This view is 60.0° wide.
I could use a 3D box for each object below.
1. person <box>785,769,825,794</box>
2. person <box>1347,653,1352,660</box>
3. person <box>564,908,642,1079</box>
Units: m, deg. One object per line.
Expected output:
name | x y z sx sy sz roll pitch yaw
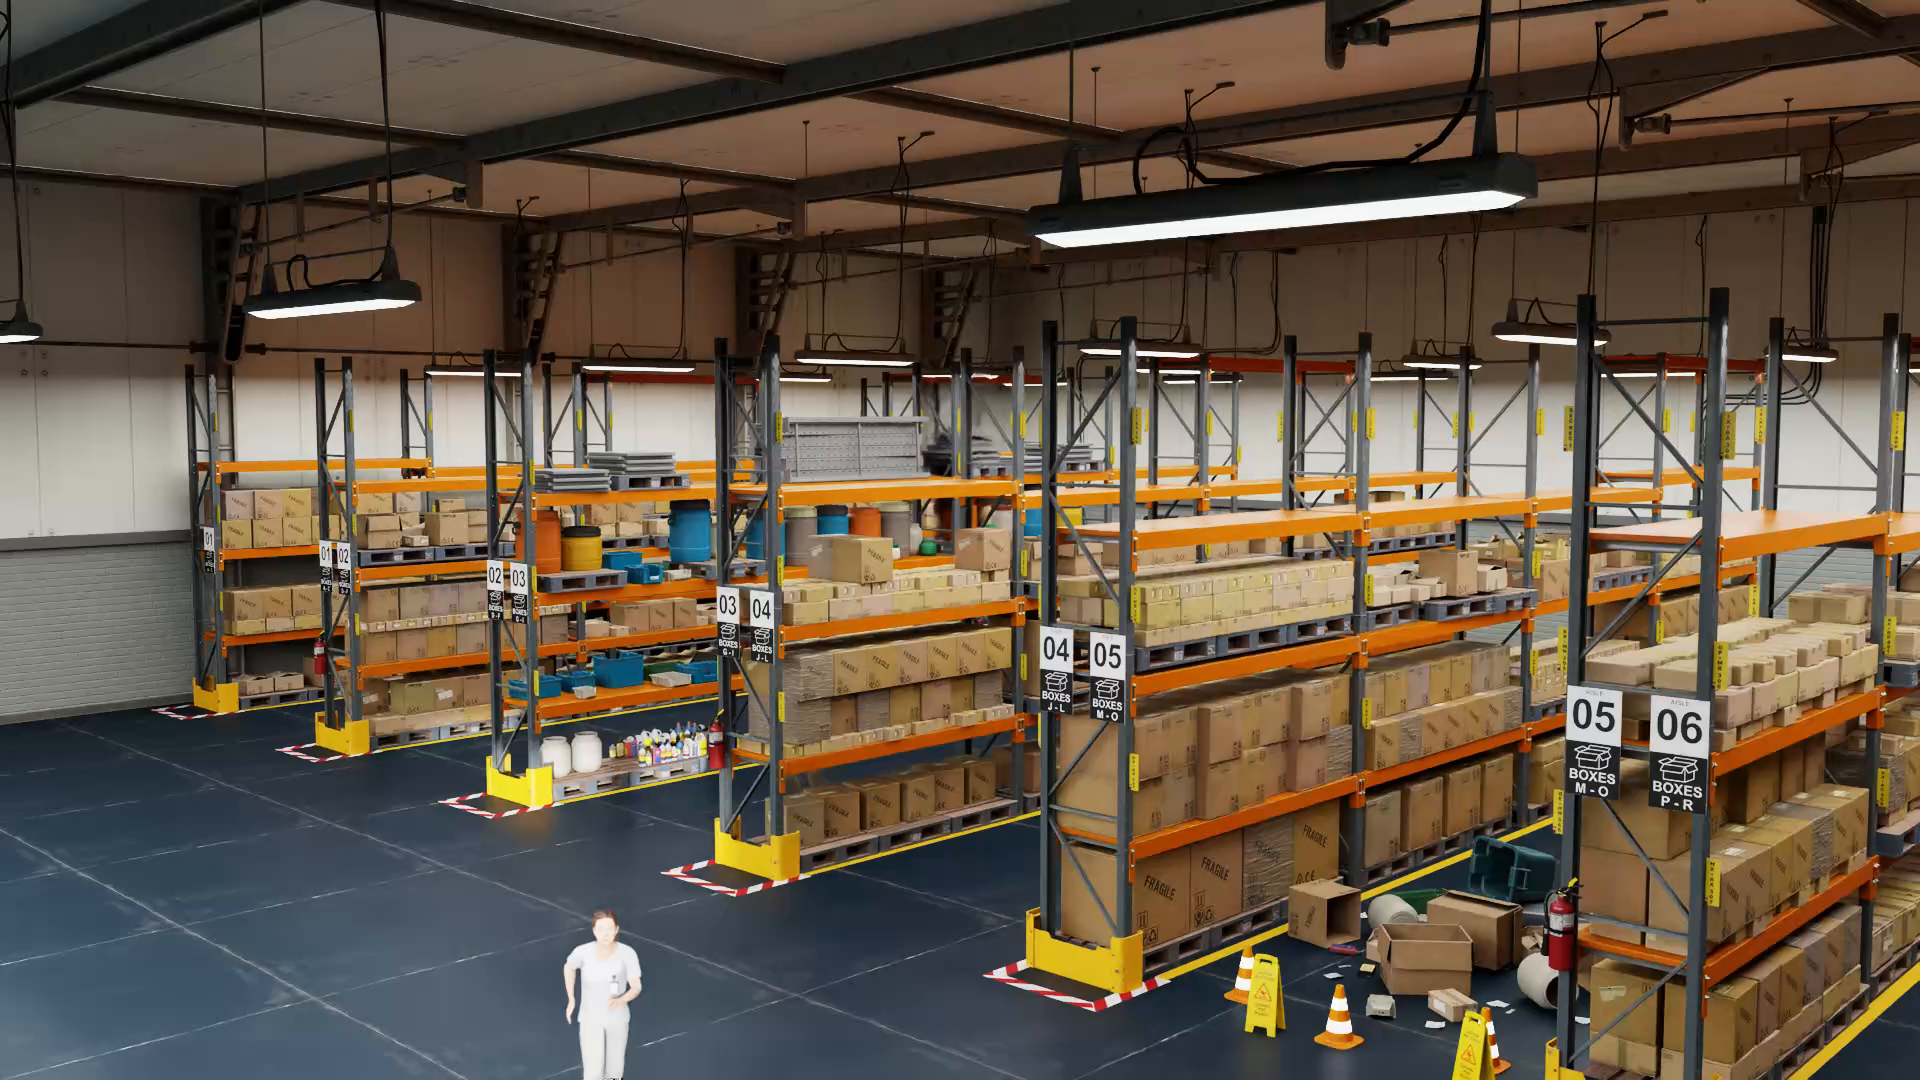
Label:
person | -1.964 2.696 21.163 0.646 1.753 0.686 3 5 35
person | 5.822 2.434 24.759 0.603 1.654 0.539 4 6 40
person | -2.516 3.432 11.755 0.527 1.687 0.787 -1 5 -14
